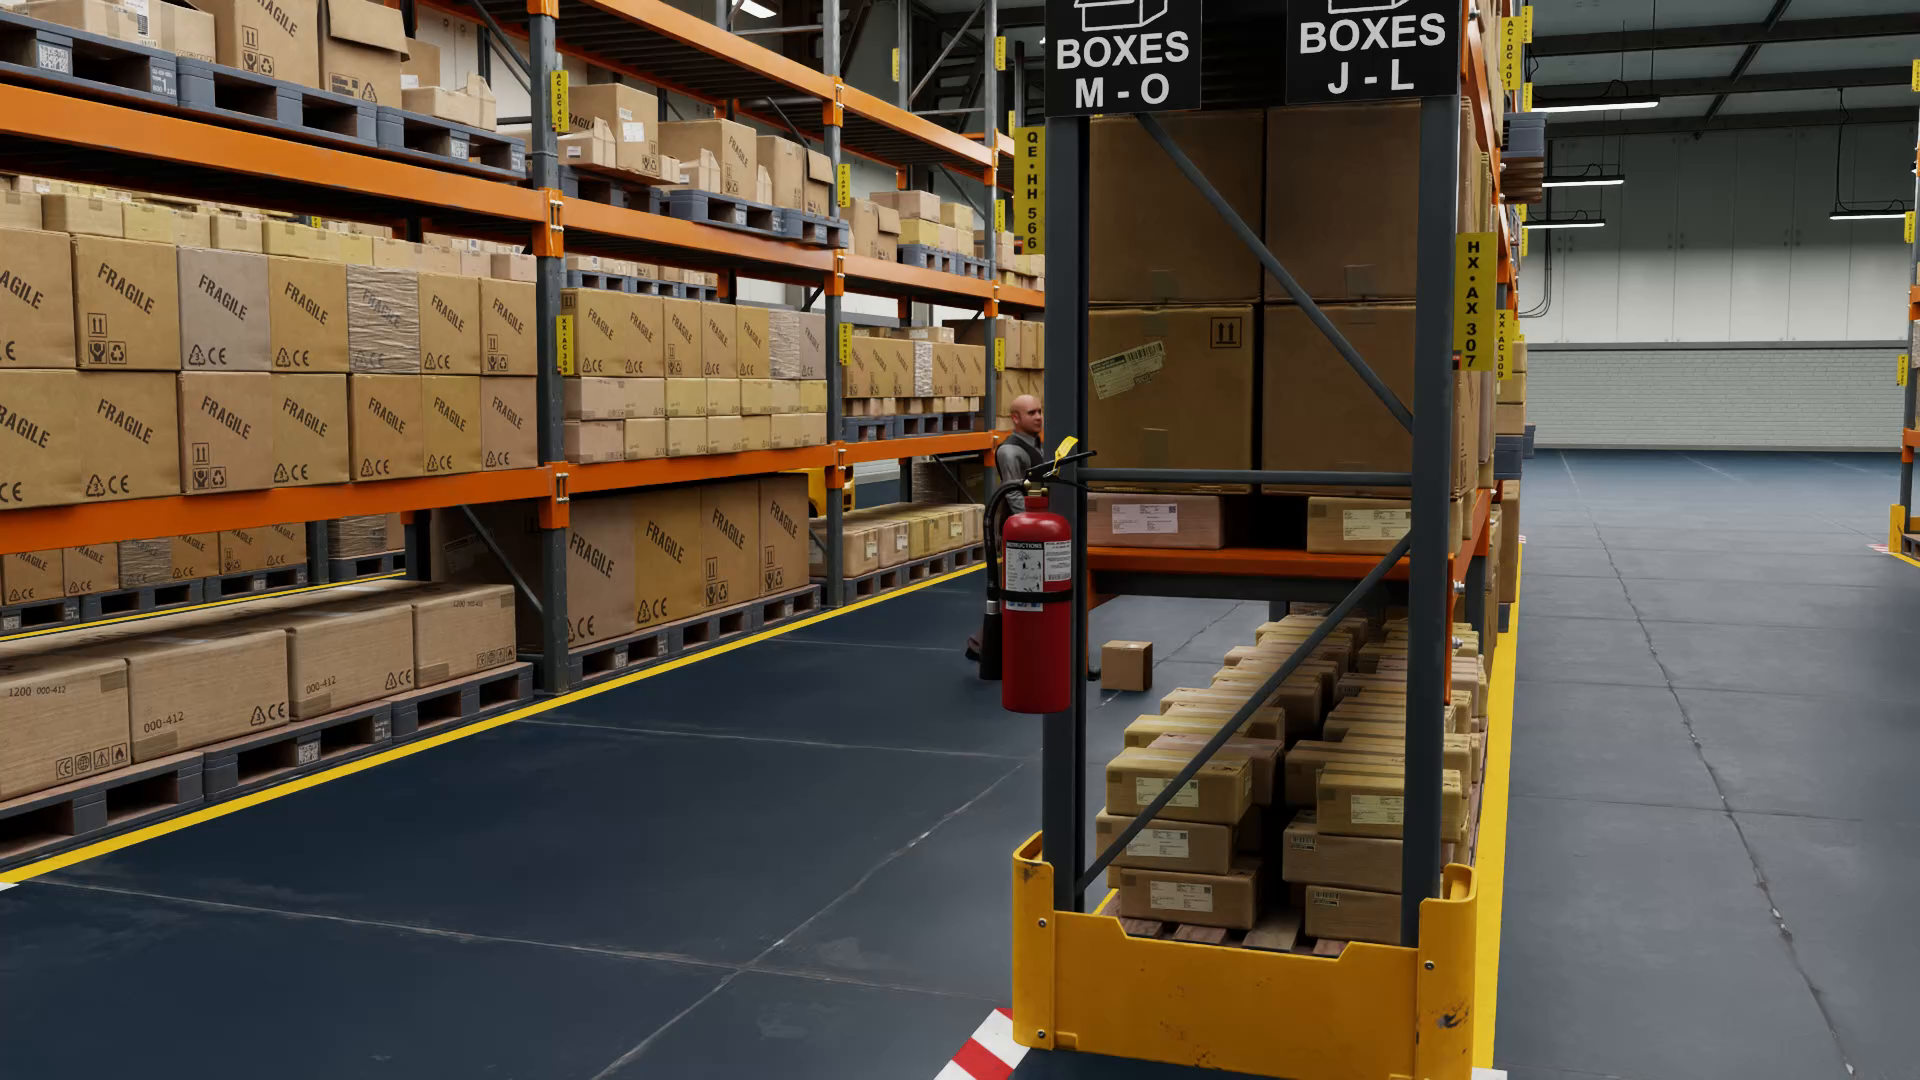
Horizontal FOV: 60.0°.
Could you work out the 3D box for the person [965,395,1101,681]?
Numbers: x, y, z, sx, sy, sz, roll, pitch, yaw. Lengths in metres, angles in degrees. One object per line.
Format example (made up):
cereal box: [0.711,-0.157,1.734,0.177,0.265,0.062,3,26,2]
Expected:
person: [0.464,-0.003,9.762,0.844,1.694,0.549,3,6,28]
